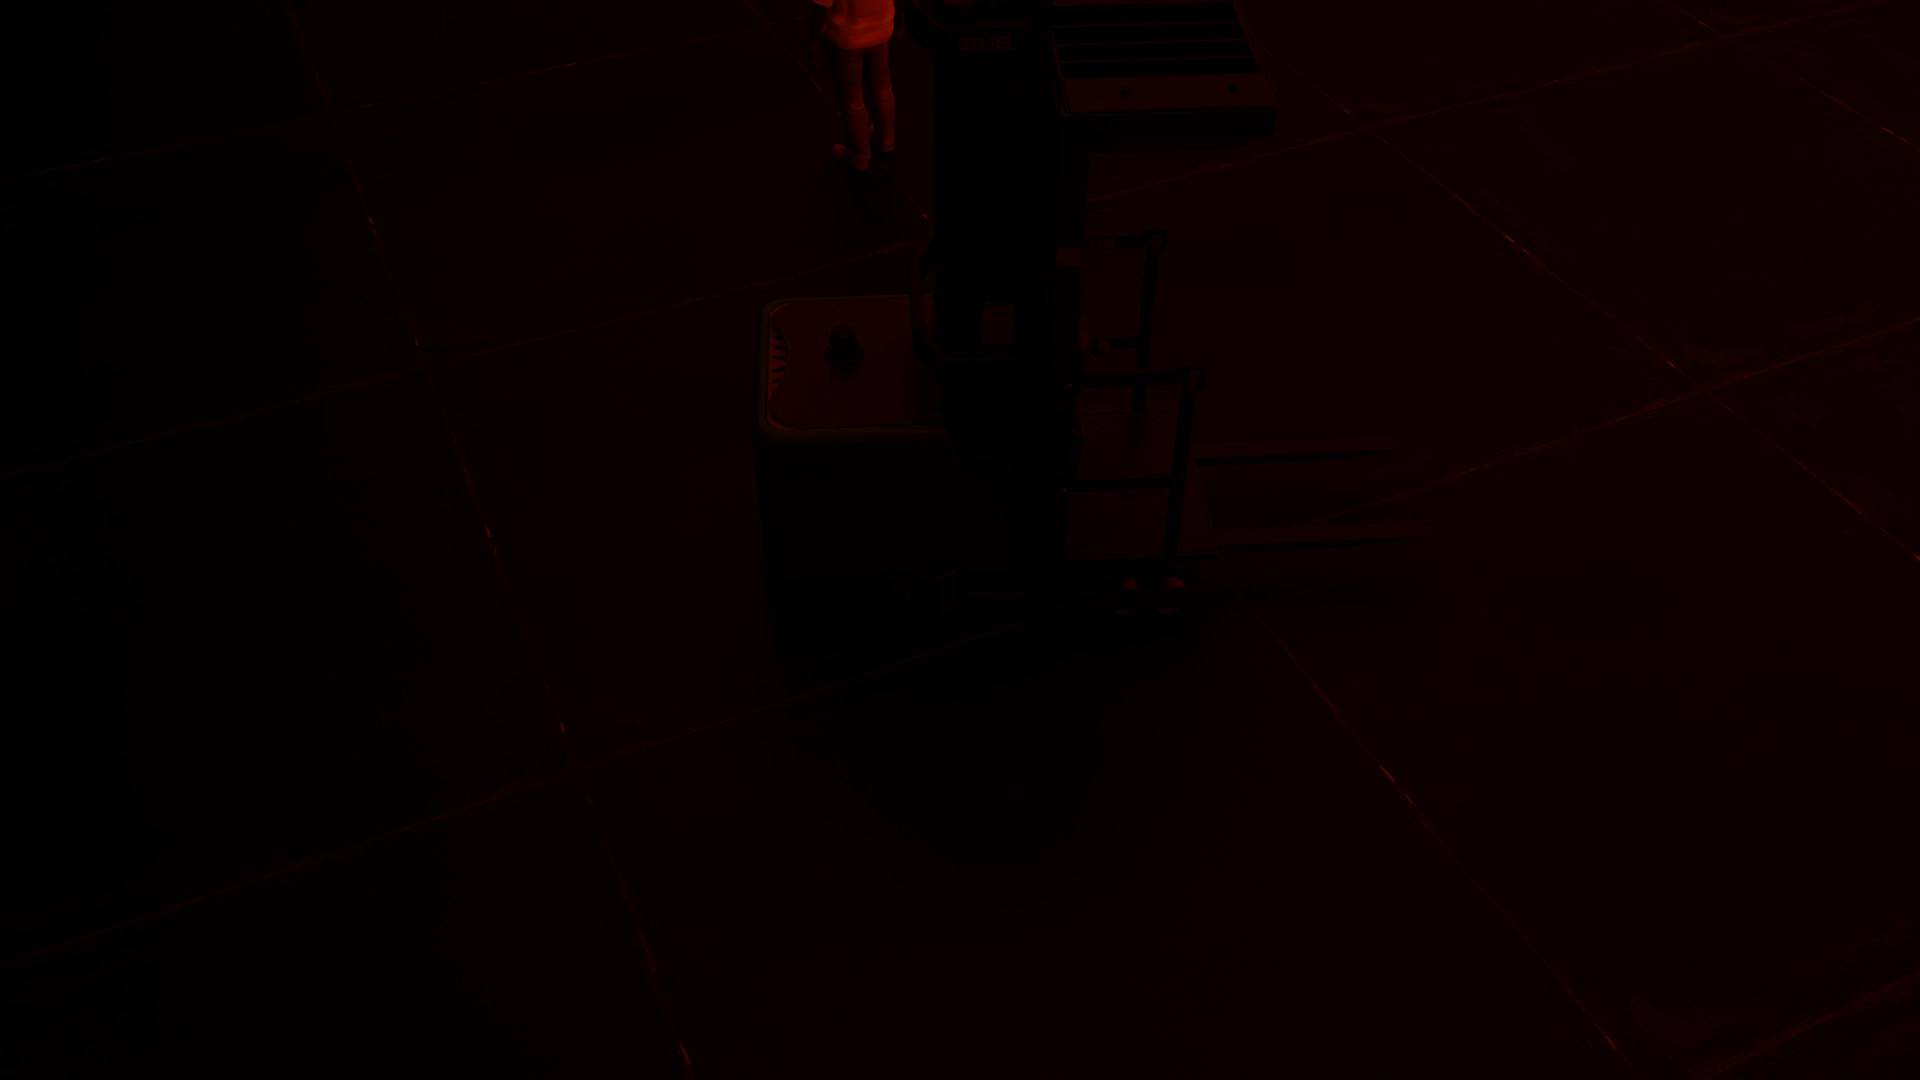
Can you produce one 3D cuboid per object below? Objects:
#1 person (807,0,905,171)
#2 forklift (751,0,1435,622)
[{"bbox_3d":[-0.630,-3.006,9.746,0.665,1.768,0.566,-23,48,-22],"label":"person"},{"bbox_3d":[0.623,-1.098,6.857,3.031,2.935,1.130,-2,43,-3],"label":"forklift"}]
